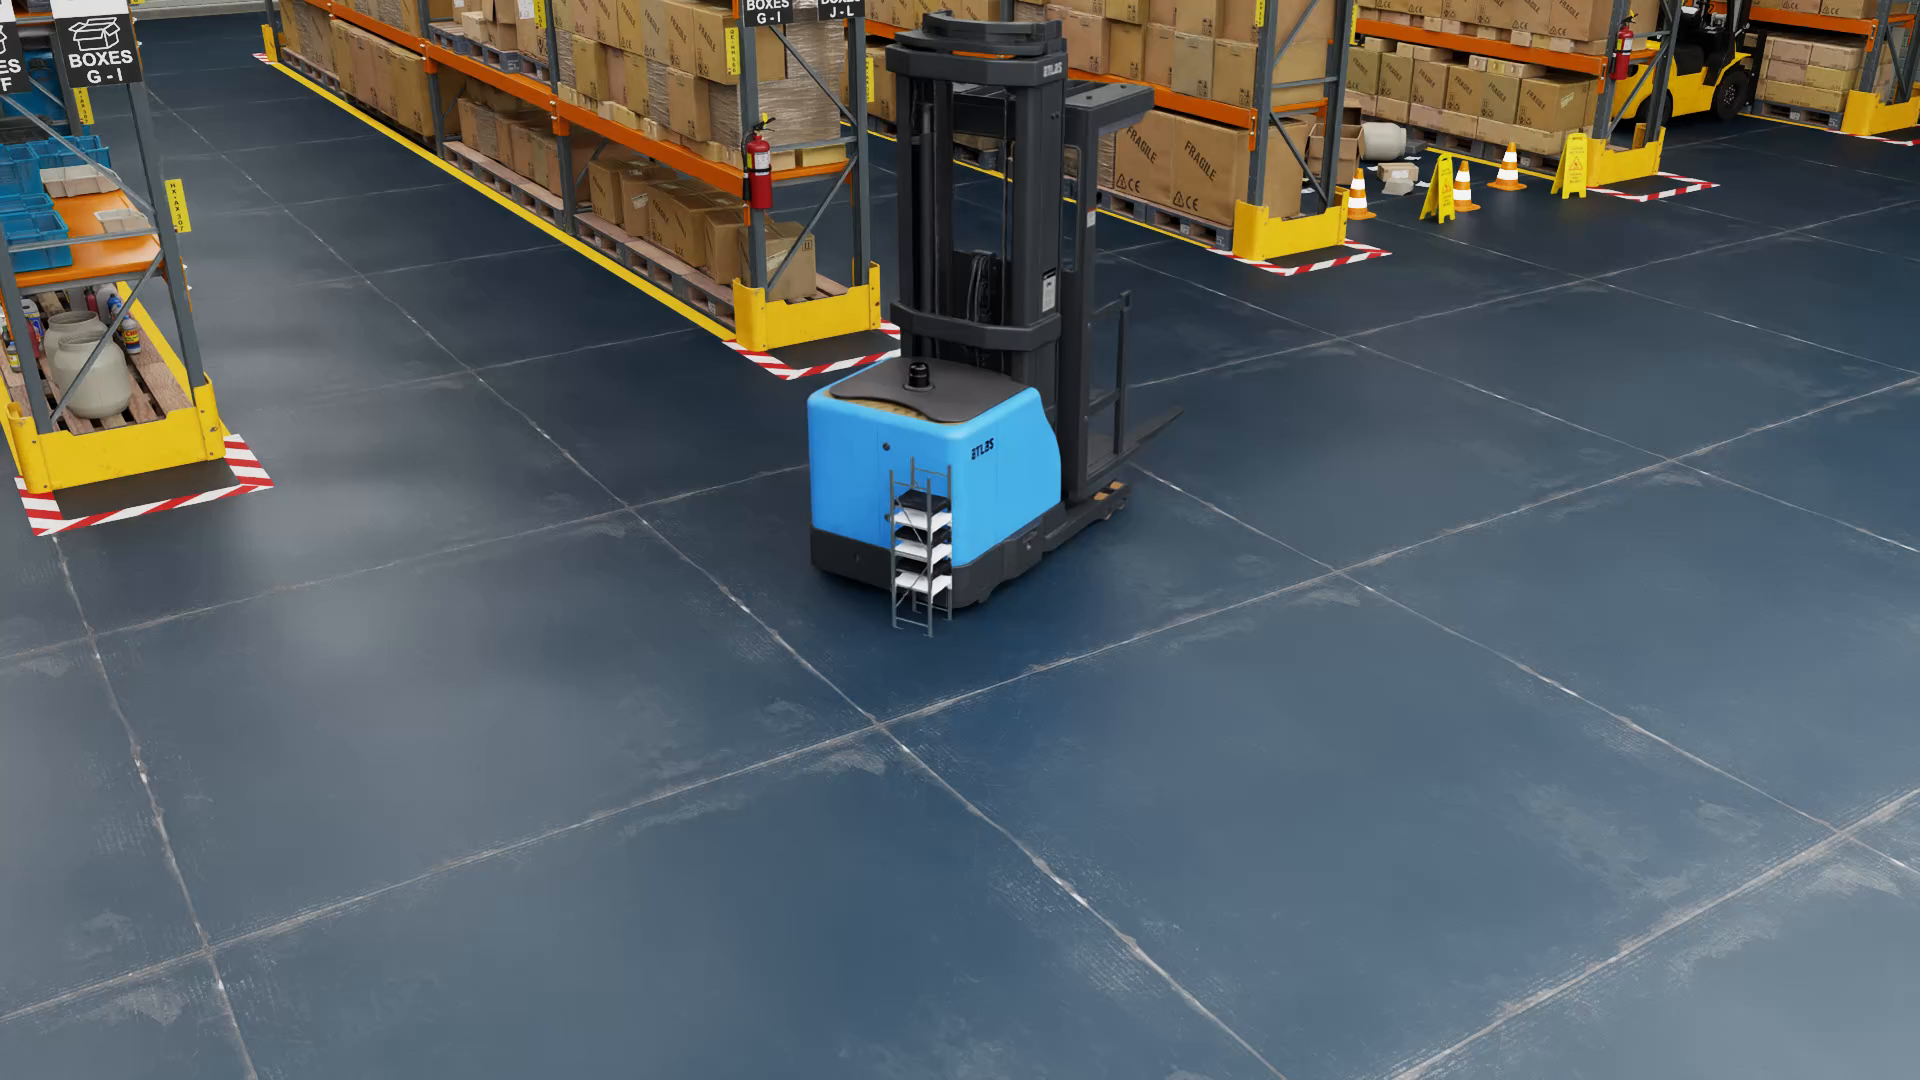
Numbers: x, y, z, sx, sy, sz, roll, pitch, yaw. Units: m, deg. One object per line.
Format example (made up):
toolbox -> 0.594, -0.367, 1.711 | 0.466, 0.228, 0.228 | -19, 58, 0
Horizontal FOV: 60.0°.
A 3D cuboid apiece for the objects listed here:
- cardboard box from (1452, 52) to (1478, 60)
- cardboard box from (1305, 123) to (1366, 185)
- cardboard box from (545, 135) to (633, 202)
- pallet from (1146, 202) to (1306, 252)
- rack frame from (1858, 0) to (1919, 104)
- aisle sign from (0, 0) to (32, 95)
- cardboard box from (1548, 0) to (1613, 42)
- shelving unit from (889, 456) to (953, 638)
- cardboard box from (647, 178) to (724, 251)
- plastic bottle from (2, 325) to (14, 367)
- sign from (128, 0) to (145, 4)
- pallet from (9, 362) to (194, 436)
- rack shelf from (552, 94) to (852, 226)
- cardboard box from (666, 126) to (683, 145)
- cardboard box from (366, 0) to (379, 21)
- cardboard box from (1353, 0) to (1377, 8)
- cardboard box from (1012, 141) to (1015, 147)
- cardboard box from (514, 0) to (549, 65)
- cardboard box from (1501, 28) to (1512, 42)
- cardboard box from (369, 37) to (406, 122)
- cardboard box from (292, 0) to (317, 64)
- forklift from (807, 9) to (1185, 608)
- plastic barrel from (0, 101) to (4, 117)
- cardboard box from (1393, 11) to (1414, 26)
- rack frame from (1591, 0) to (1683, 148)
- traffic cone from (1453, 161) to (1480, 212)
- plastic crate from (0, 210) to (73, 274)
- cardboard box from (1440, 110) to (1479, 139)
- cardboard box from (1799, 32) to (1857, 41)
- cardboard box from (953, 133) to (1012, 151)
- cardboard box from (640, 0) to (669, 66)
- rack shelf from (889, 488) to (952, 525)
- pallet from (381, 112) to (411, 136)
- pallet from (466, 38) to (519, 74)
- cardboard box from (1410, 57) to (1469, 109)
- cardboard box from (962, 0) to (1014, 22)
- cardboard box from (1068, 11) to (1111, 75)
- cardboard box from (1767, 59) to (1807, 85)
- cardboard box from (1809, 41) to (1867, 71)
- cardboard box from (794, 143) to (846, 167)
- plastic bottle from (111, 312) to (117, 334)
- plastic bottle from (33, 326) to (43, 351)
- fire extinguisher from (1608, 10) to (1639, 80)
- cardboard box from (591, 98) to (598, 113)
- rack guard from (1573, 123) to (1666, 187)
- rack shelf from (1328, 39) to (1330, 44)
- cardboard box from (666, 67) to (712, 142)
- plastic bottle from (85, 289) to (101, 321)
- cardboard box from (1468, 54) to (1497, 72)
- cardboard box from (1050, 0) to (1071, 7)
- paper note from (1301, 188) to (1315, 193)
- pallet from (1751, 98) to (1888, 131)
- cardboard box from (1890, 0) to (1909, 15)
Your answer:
cardboard box -> 6.071, -5.480, 19.695 | 0.500, 0.500, 0.500 | -14, 29, -27
cardboard box -> 4.068, -4.186, 18.028 | 0.637, 0.503, 0.797 | 7, 26, 15
cardboard box -> -3.655, -3.691, 16.468 | 0.700, 0.500, 0.500 | -18, 31, -33
pallet -> 2.554, -3.094, 16.056 | 1.003, 0.211, 1.213 | -16, 29, -30
rack frame -> 11.305, -6.435, 19.867 | 1.000, 3.000, 0.127 | -16, 29, -30
aisle sign -> -5.514, -2.894, 9.320 | 0.394, 0.787, 0.004 | -16, 29, -30
cardboard box -> 6.621, -5.586, 17.604 | 0.500, 0.500, 0.500 | -16, 30, -30
shelving unit -> -0.200, 0.040, 8.610 | 0.258, 0.900, 0.210 | 14, 29, 27
cardboard box -> -2.430, -2.898, 14.812 | 0.500, 0.500, 0.500 | -19, 31, -34
plastic bottle -> -6.753, -1.376, 11.817 | 0.061, 0.283, 0.133 | -15, 29, -28
sign -> -4.841, -3.300, 9.703 | 0.100, 0.325, 0.005 | -16, 29, -30
pallet -> -5.824, -0.860, 11.324 | 1.003, 0.211, 1.213 | -16, 29, -30
rack shelf -> -2.246, -3.357, 14.191 | 1.077, 0.370, 4.000 | -16, 29, -30
cardboard box -> -2.179, -3.351, 13.628 | 0.380, 0.149, 0.250 | -16, 29, -30
cardboard box -> -6.829, -6.539, 19.972 | 0.500, 0.500, 0.500 | -15, 29, -29
cardboard box -> 4.972, -6.665, 19.889 | 0.500, 0.500, 0.500 | -16, 29, -30
cardboard box -> 1.157, -4.505, 17.777 | 0.875, 0.875, 0.875 | -15, 29, -29
cardboard box -> -3.655, -5.176, 16.006 | 1.000, 1.000, 1.000 | -15, 29, -29
cardboard box -> 6.224, -5.618, 18.431 | 0.380, 0.149, 0.250 | -15, 29, -29
cardboard box -> -6.361, -5.630, 20.159 | 1.225, 0.875, 0.875 | -15, 29, -29
cardboard box -> -8.976, -7.383, 23.873 | 0.875, 0.875, 0.875 | -16, 29, -30
forklift -> 0.393, -1.545, 9.588 | 1.130, 2.935, 3.031 | 16, 29, 30
plastic barrel -> -7.827, -3.698, 13.911 | 0.433, 0.535, 0.433 | 0, 25, 0
cardboard box -> 5.326, -6.144, 19.545 | 0.380, 0.149, 0.250 | -15, 29, -28
rack frame -> 7.148, -5.277, 17.414 | 1.000, 3.000, 0.127 | -16, 29, -30
traffic cone -> 5.088, -3.602, 16.839 | 0.336, 0.463, 0.334 | -16, 29, -30
plastic crate -> -5.828, -1.855, 10.340 | 0.499, 0.251, 0.616 | -16, 29, -30
cardboard box -> 5.915, -4.823, 19.181 | 0.500, 0.250, 0.500 | -17, 30, -31
cardboard box -> 10.926, -6.227, 20.985 | 0.500, 0.250, 0.500 | -15, 29, -29
cardboard box -> 0.458, -4.891, 18.741 | 1.050, 0.750, 0.750 | -16, 29, -30
cardboard box -> -2.211, -4.095, 13.274 | 0.500, 0.500, 0.500 | -16, 29, -30
rack shelf -> -0.200, -0.174, 8.509 | 0.258, 0.077, 0.200 | 14, 29, 27
pallet -> -6.551, -5.303, 20.736 | 1.003, 0.211, 1.213 | -16, 29, -30
pallet -> -4.407, -5.043, 17.144 | 1.003, 0.211, 1.213 | -16, 29, -30
cardboard box -> 5.644, -5.344, 19.408 | 0.500, 0.500, 0.500 | -14, 29, -27
cardboard box -> 0.364, -5.687, 18.166 | 0.500, 0.500, 0.500 | -16, 29, -30
cardboard box -> 1.599, -5.044, 16.746 | 0.875, 0.550, 0.550 | -16, 29, -30
cardboard box -> 10.513, -5.890, 20.857 | 0.500, 0.250, 0.500 | -16, 30, -30
cardboard box -> 10.793, -5.925, 20.346 | 0.500, 0.250, 0.500 | -14, 29, -28
cardboard box -> -1.110, -3.011, 12.909 | 0.380, 0.149, 0.250 | -16, 29, -30
plastic bottle -> -6.329, -1.661, 12.518 | 0.097, 0.201, 0.097 | 0, 25, 0
plastic bottle -> -6.770, -1.483, 12.140 | 0.097, 0.201, 0.097 | 0, 25, 0
fire extinguisher -> 6.825, -5.093, 17.116 | 0.296, 0.674, 0.183 | -16, 29, -30
cardboard box -> -3.043, -3.875, 14.738 | 0.380, 0.149, 0.250 | -16, 29, -30
rack guard -> 7.107, -4.173, 18.005 | 1.175, 0.500, 0.348 | -16, 29, -30
rack shelf -> 3.873, -7.097, 22.113 | 1.077, 0.370, 4.000 | -16, 29, -30
cardboard box -> -1.805, -3.501, 13.187 | 0.875, 0.500, 0.500 | -16, 29, -30
plastic bottle -> -6.617, -1.783, 12.679 | 0.061, 0.283, 0.133 | -16, 29, -30
cardboard box -> 5.959, -5.382, 18.728 | 0.380, 0.149, 0.250 | -14, 29, -27
cardboard box -> 1.443, -5.764, 17.006 | 0.875, 0.550, 0.550 | -16, 29, -30
paper note -> 3.646, -3.685, 17.522 | 0.144, 0.017, 0.142 | -6, 26, -12
pallet -> 10.853, -5.438, 21.021 | 1.003, 0.211, 1.213 | -16, 29, -30
cardboard box -> 11.268, -6.722, 20.358 | 0.500, 0.500, 0.500 | -14, 29, -28
